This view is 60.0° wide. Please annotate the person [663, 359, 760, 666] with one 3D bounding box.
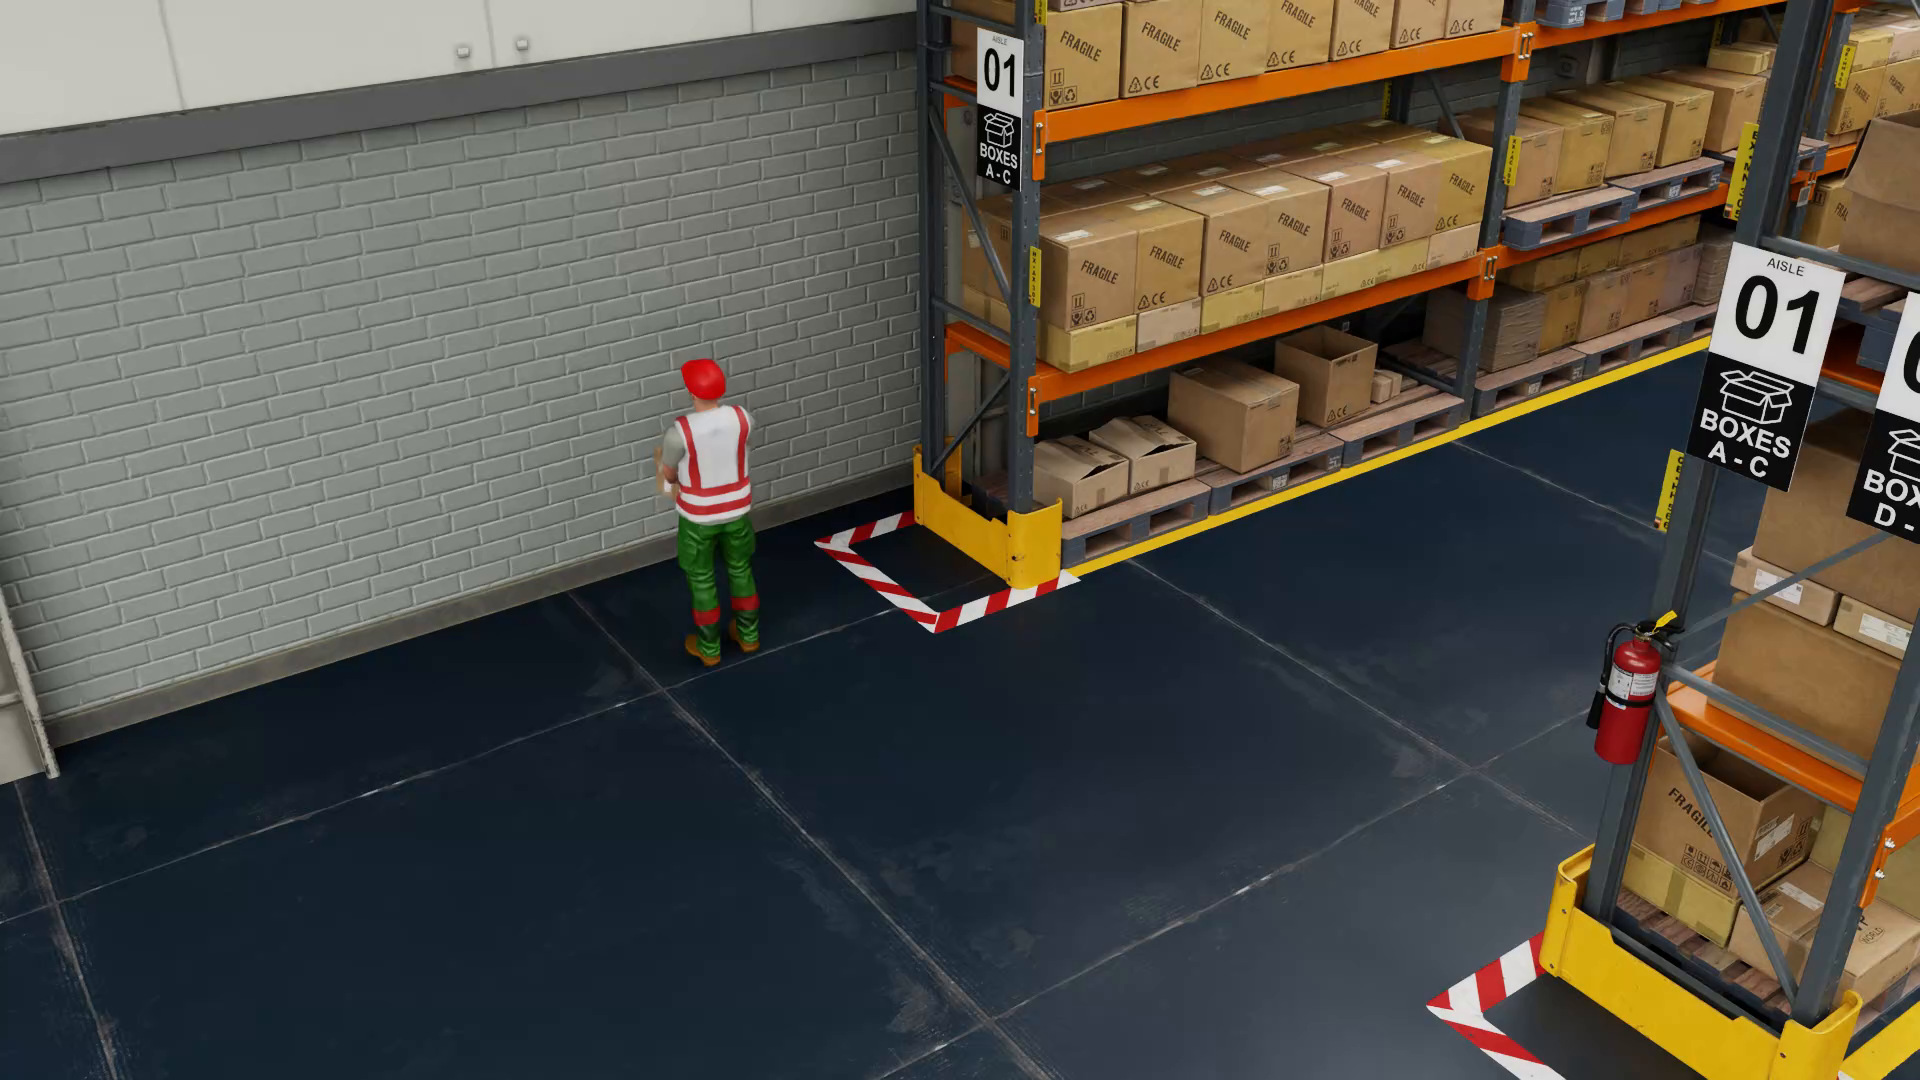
[{"bbox_3d":[-1.358,-0.193,8.954,0.506,1.792,0.556,-14,31,-24],"label":"person"}]
